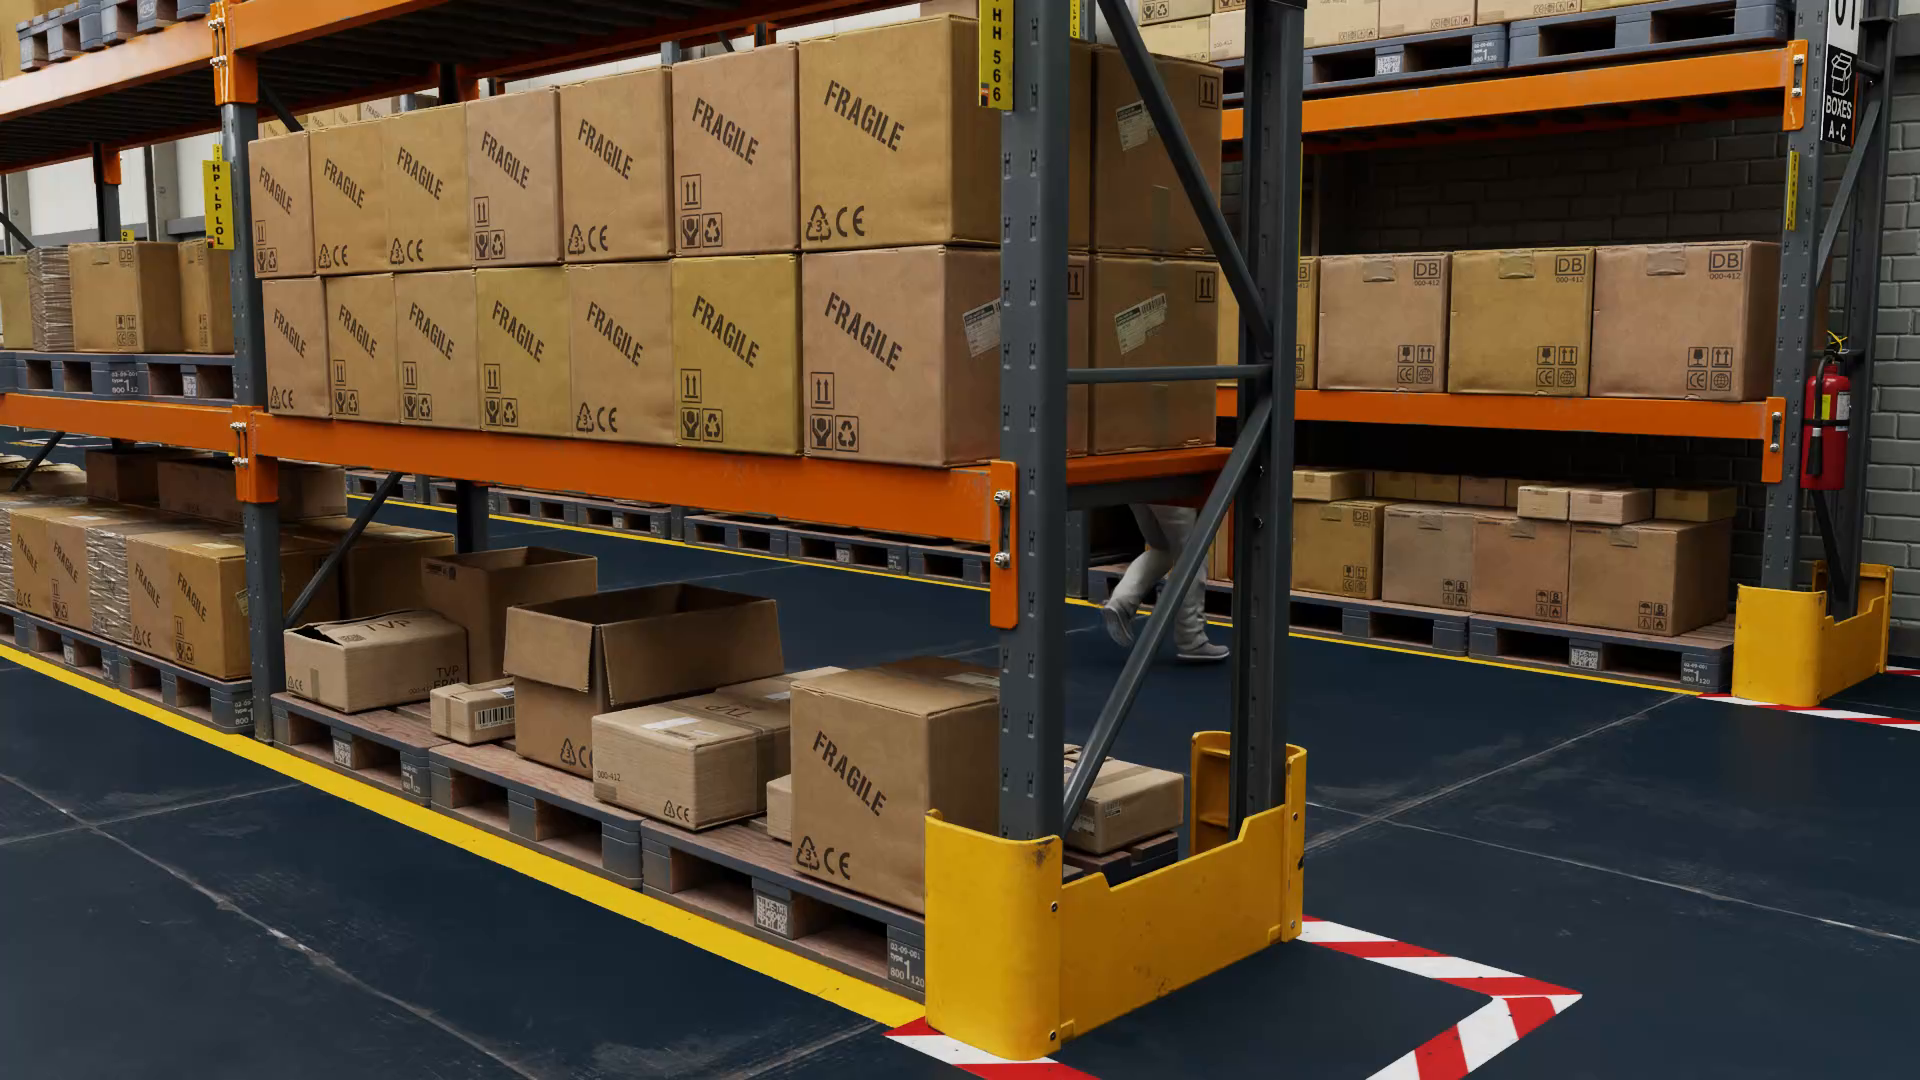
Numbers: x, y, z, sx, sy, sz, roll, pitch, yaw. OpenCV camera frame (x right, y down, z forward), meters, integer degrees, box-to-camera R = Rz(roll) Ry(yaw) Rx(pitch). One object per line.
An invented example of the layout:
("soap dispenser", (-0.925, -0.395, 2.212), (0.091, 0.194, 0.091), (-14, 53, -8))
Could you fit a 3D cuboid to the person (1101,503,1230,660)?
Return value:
("person", (1.020, -0.242, 8.013), (0.592, 1.661, 0.513), (-4, 8, -31))
